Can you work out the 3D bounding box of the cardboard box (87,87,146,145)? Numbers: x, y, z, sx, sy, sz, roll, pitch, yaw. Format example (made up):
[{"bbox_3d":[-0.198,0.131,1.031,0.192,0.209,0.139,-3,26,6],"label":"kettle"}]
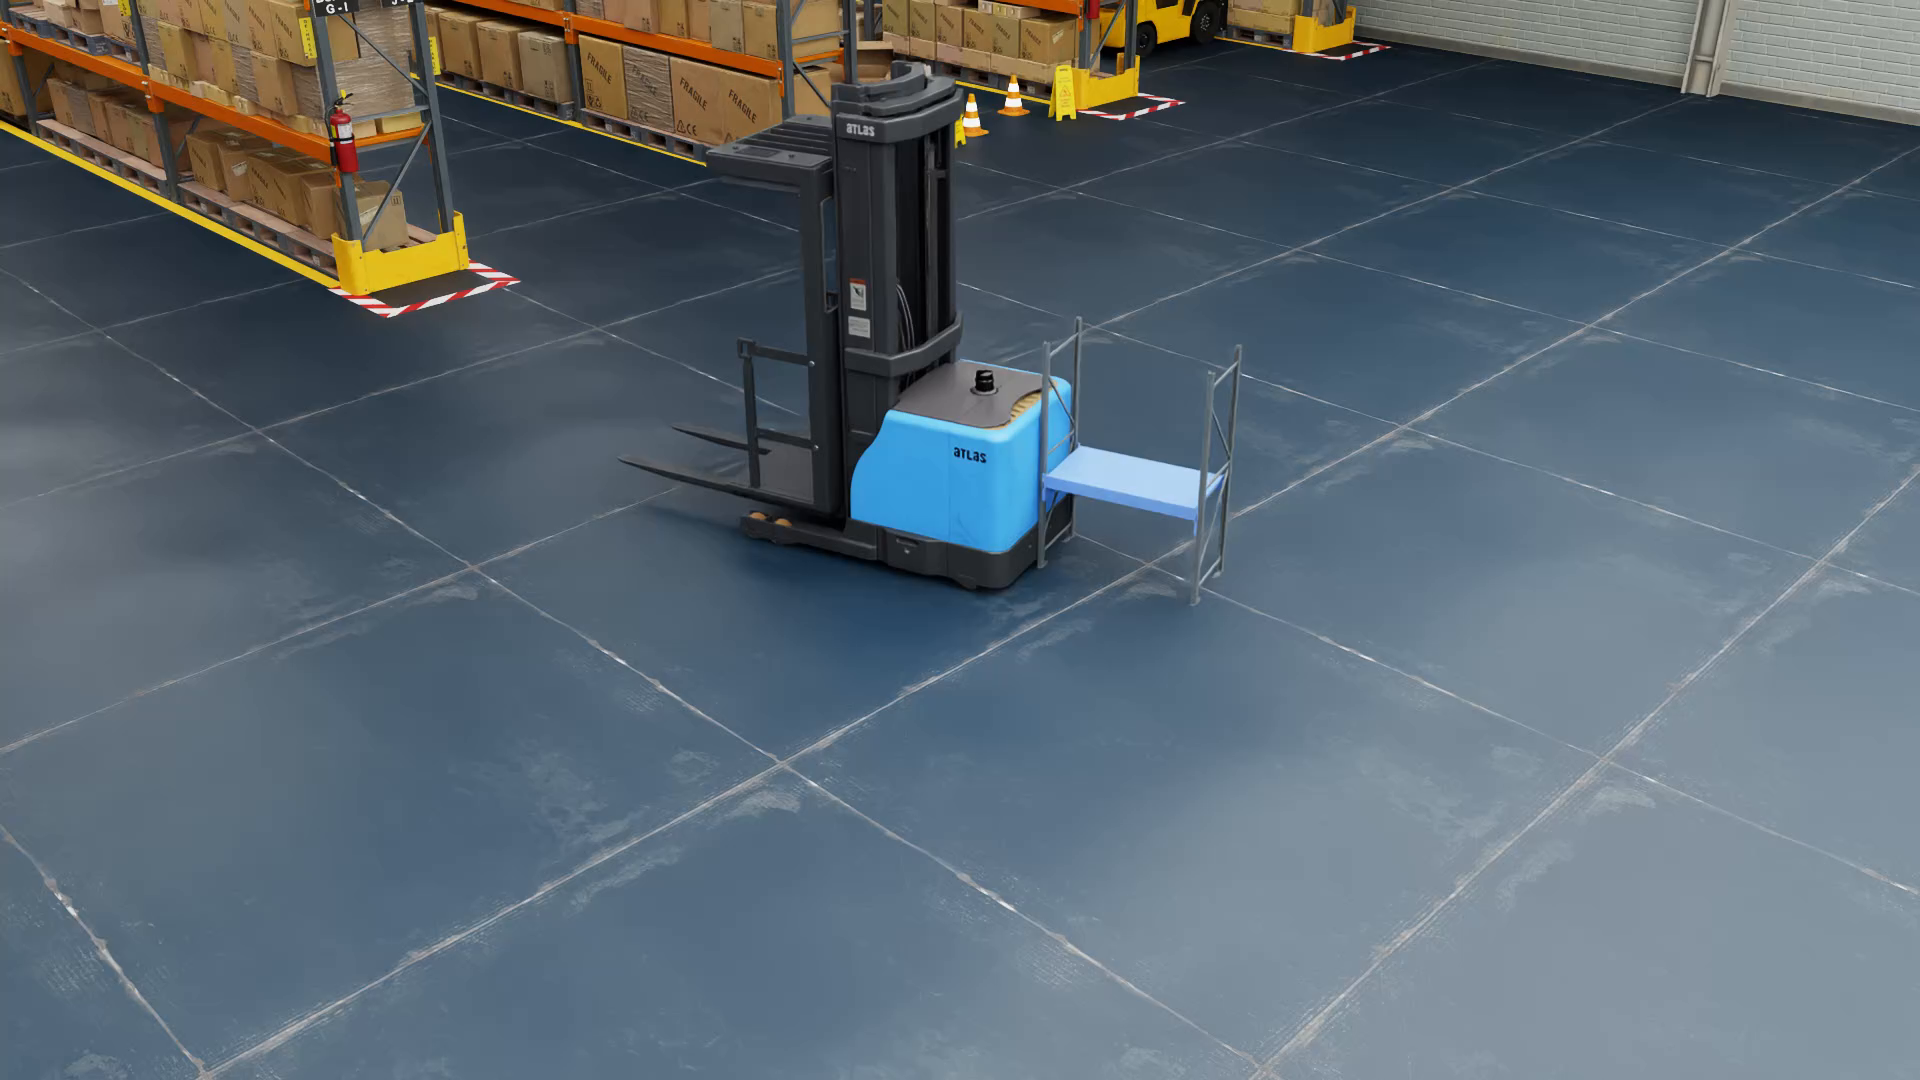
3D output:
[{"bbox_3d":[-9.458,-4.857,18.971,0.700,0.500,0.500,-22,35,-35],"label":"cardboard box"}]

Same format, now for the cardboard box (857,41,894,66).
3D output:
[{"bbox_3d":[-1.153,-6.417,22.408,0.500,0.500,0.500,-3,28,-5],"label":"cardboard box"}]

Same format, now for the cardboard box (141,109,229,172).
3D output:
[{"bbox_3d":[-8.334,-4.331,17.970,0.500,0.500,0.700,21,34,35],"label":"cardboard box"}]

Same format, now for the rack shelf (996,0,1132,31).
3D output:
[{"bbox_3d":[0.463,-7.353,22.277,4.000,0.370,1.077,25,36,38],"label":"rack shelf"}]

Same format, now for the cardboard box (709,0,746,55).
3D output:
[{"bbox_3d":[-2.213,-5.688,18.176,0.550,0.550,0.875,25,36,38],"label":"cardboard box"}]

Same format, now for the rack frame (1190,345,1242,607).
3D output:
[{"bbox_3d":[1.513,-0.368,9.832,0.032,1.500,0.500,14,31,24],"label":"rack frame"}]

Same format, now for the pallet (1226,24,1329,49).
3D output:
[{"bbox_3d":[4.792,-7.669,25.101,1.213,0.211,1.003,25,36,38],"label":"pallet"}]

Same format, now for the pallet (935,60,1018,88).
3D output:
[{"bbox_3d":[0.414,-6.484,22.848,1.213,0.211,1.003,25,36,38],"label":"pallet"}]

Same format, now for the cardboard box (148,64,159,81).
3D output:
[{"bbox_3d":[-7.969,-4.754,16.831,0.250,0.149,0.380,25,36,38],"label":"cardboard box"}]

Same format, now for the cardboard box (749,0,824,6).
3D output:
[{"bbox_3d":[-1.747,-6.021,17.650,0.550,0.550,0.875,25,36,38],"label":"cardboard box"}]

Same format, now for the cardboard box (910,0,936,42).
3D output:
[{"bbox_3d":[-0.342,-7.172,22.857,0.500,0.500,0.500,-24,36,-37],"label":"cardboard box"}]

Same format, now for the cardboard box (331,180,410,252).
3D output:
[{"bbox_3d":[-5.492,-3.019,15.496,0.500,0.500,0.500,-18,33,-30],"label":"cardboard box"}]

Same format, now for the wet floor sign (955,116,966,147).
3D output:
[{"bbox_3d":[-0.101,-4.949,19.461,0.232,0.644,0.267,18,33,30],"label":"wet floor sign"}]

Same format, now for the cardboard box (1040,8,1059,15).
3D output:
[{"bbox_3d":[1.114,-6.851,22.247,0.500,0.500,0.500,23,35,37],"label":"cardboard box"}]

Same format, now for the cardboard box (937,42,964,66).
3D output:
[{"bbox_3d":[0.037,-6.668,22.705,0.500,0.250,0.500,24,36,38],"label":"cardboard box"}]

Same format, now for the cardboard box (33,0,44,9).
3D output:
[{"bbox_3d":[-10.350,-6.408,19.147,0.500,0.500,0.500,20,33,33],"label":"cardboard box"}]

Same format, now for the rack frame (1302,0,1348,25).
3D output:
[{"bbox_3d":[5.366,-8.667,24.004,0.127,3.000,1.000,25,36,38],"label":"rack frame"}]

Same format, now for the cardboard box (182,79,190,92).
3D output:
[{"bbox_3d":[-7.417,-4.517,16.381,0.250,0.149,0.380,25,36,38],"label":"cardboard box"}]

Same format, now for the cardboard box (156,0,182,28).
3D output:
[{"bbox_3d":[-7.411,-5.260,16.022,0.500,0.500,0.500,25,36,38],"label":"cardboard box"}]

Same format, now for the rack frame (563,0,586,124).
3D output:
[{"bbox_3d":[-4.362,-6.648,20.164,0.127,3.000,1.000,25,36,38],"label":"rack frame"}]

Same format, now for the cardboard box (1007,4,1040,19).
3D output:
[{"bbox_3d":[0.826,-6.879,21.603,0.380,0.149,0.250,-24,36,-38],"label":"cardboard box"}]

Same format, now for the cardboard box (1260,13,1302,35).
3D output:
[{"bbox_3d":[4.810,-7.685,24.638,0.500,0.250,0.500,25,37,39],"label":"cardboard box"}]

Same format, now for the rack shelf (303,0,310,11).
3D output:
[{"bbox_3d":[-6.485,-5.392,15.324,4.000,0.370,1.077,25,36,38],"label":"rack shelf"}]

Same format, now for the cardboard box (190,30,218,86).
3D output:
[{"bbox_3d":[-6.875,-4.739,16.106,0.500,0.500,0.875,25,36,38],"label":"cardboard box"}]

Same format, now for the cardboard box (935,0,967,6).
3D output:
[{"bbox_3d":[-0.123,-7.315,22.433,0.380,0.149,0.250,-23,35,-36],"label":"cardboard box"}]

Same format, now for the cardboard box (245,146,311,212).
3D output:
[{"bbox_3d":[-6.743,-3.610,16.620,0.500,0.500,0.500,21,34,34],"label":"cardboard box"}]

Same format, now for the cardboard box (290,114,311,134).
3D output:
[{"bbox_3d":[-5.799,-3.790,14.997,0.250,0.149,0.380,25,36,38],"label":"cardboard box"}]

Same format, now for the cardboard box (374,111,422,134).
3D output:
[{"bbox_3d":[-5.095,-3.791,15.000,0.250,0.149,0.380,25,36,38],"label":"cardboard box"}]

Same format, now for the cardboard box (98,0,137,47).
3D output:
[{"bbox_3d":[-8.380,-5.792,17.440,1.000,1.000,1.000,25,37,39],"label":"cardboard box"}]

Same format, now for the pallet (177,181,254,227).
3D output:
[{"bbox_3d":[-7.408,-3.594,17.351,1.213,0.211,1.003,25,36,38],"label":"pallet"}]

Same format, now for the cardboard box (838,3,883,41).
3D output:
[{"bbox_3d":[-1.339,-7.517,24.188,0.950,0.372,0.625,-25,37,-39],"label":"cardboard box"}]

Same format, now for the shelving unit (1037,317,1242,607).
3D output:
[{"bbox_3d":[1.062,-0.478,10.041,1.048,1.500,0.538,14,31,24],"label":"shelving unit"}]

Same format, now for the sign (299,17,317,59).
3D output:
[{"bbox_3d":[-5.462,-4.205,13.933,0.005,0.325,0.100,25,36,38],"label":"sign"}]

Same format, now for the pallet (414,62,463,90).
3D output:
[{"bbox_3d":[-6.705,-6.437,22.758,1.213,0.211,1.003,25,36,38],"label":"pallet"}]

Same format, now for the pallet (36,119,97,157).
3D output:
[{"bbox_3d":[-10.207,-4.851,19.741,1.213,0.211,1.003,25,36,38],"label":"pallet"}]

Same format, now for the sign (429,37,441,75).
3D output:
[{"bbox_3d":[-4.679,-4.293,14.755,0.005,0.325,0.100,25,36,38],"label":"sign"}]

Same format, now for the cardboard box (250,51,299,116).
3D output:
[{"bbox_3d":[-5.873,-4.218,15.115,0.500,0.500,0.875,25,36,38],"label":"cardboard box"}]

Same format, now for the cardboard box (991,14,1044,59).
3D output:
[{"bbox_3d":[0.760,-6.664,21.891,0.500,0.500,0.500,-24,36,-37],"label":"cardboard box"}]

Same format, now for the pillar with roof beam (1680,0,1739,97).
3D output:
[{"bbox_3d":[6.762,-8.462,17.168,0.400,9.000,9.100,25,36,38],"label":"pillar with roof beam"}]

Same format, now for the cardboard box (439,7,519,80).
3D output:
[{"bbox_3d":[-6.217,-6.631,22.097,1.050,0.750,0.750,-25,36,-38],"label":"cardboard box"}]

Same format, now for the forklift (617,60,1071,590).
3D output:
[{"bbox_3d":[-0.840,-1.466,10.383,3.031,2.935,1.130,14,31,24],"label":"forklift"}]

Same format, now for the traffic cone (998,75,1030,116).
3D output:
[{"bbox_3d":[0.678,-5.608,20.912,0.334,0.463,0.336,25,36,38],"label":"traffic cone"}]

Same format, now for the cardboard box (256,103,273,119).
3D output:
[{"bbox_3d":[-6.310,-4.046,15.484,0.250,0.149,0.380,25,36,38],"label":"cardboard box"}]

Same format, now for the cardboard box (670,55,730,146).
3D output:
[{"bbox_3d":[-2.668,-5.074,19.002,0.875,0.875,0.875,24,36,38],"label":"cardboard box"}]

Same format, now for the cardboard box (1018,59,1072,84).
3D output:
[{"bbox_3d":[1.107,-6.170,21.758,0.500,0.250,0.500,24,36,38],"label":"cardboard box"}]

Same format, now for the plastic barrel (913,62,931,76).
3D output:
[{"bbox_3d":[-0.645,-6.050,21.794,0.512,0.421,0.421,-3,28,-5],"label":"plastic barrel"}]

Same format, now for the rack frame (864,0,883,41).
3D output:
[{"bbox_3d":[-0.963,-8.324,23.351,0.127,3.000,1.000,25,36,38],"label":"rack frame"}]

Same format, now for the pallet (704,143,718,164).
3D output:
[{"bbox_3d":[-2.134,-4.344,18.778,1.213,0.211,1.003,25,36,38],"label":"pallet"}]

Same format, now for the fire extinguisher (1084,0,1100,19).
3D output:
[{"bbox_3d":[1.647,-6.794,20.525,0.183,0.674,0.296,25,36,38],"label":"fire extinguisher"}]

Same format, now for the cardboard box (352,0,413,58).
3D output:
[{"bbox_3d":[-5.260,-4.618,14.802,0.500,0.500,0.500,25,36,38],"label":"cardboard box"}]

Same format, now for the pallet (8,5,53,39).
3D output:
[{"bbox_3d":[-10.181,-6.058,19.248,1.003,0.211,1.213,25,36,38],"label":"pallet"}]

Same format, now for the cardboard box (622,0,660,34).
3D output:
[{"bbox_3d":[-3.380,-6.211,19.171,0.550,0.550,0.875,25,36,38],"label":"cardboard box"}]

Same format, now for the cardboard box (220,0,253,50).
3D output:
[{"bbox_3d":[-6.340,-4.771,15.093,0.500,0.500,0.500,25,36,38],"label":"cardboard box"}]

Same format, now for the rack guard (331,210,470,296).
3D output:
[{"bbox_3d":[-5.113,-2.648,15.243,0.348,0.500,1.175,25,36,38],"label":"rack guard"}]

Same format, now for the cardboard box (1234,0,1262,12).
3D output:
[{"bbox_3d":[4.450,-8.080,24.852,0.500,0.250,0.500,24,36,38],"label":"cardboard box"}]

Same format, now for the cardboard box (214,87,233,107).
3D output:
[{"bbox_3d":[-6.890,-4.269,15.909,0.250,0.149,0.380,25,36,38],"label":"cardboard box"}]
